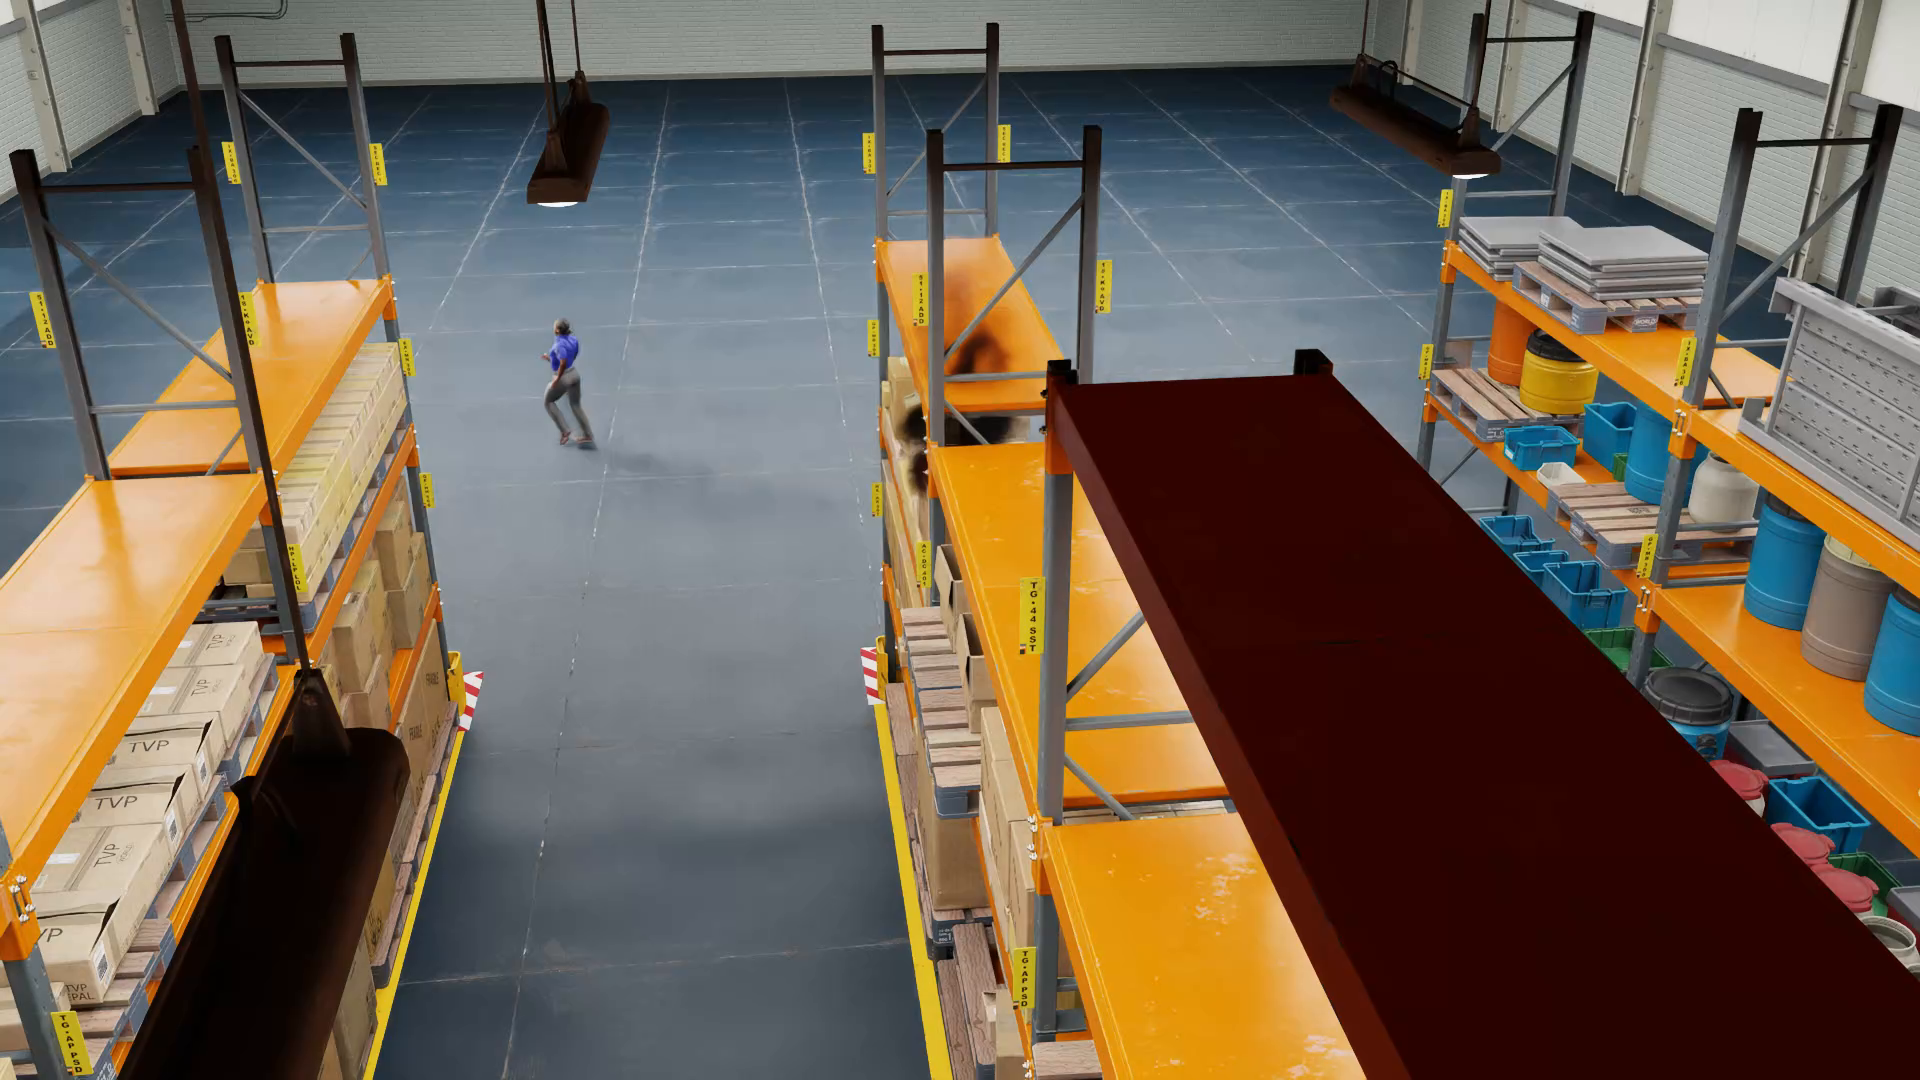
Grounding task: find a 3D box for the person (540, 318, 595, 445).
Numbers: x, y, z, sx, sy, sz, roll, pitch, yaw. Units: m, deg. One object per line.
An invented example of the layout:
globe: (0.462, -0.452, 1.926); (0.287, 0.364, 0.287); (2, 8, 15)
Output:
person: (-4.938, -1.966, 20.723); (0.688, 1.664, 0.544); (14, 29, 27)
